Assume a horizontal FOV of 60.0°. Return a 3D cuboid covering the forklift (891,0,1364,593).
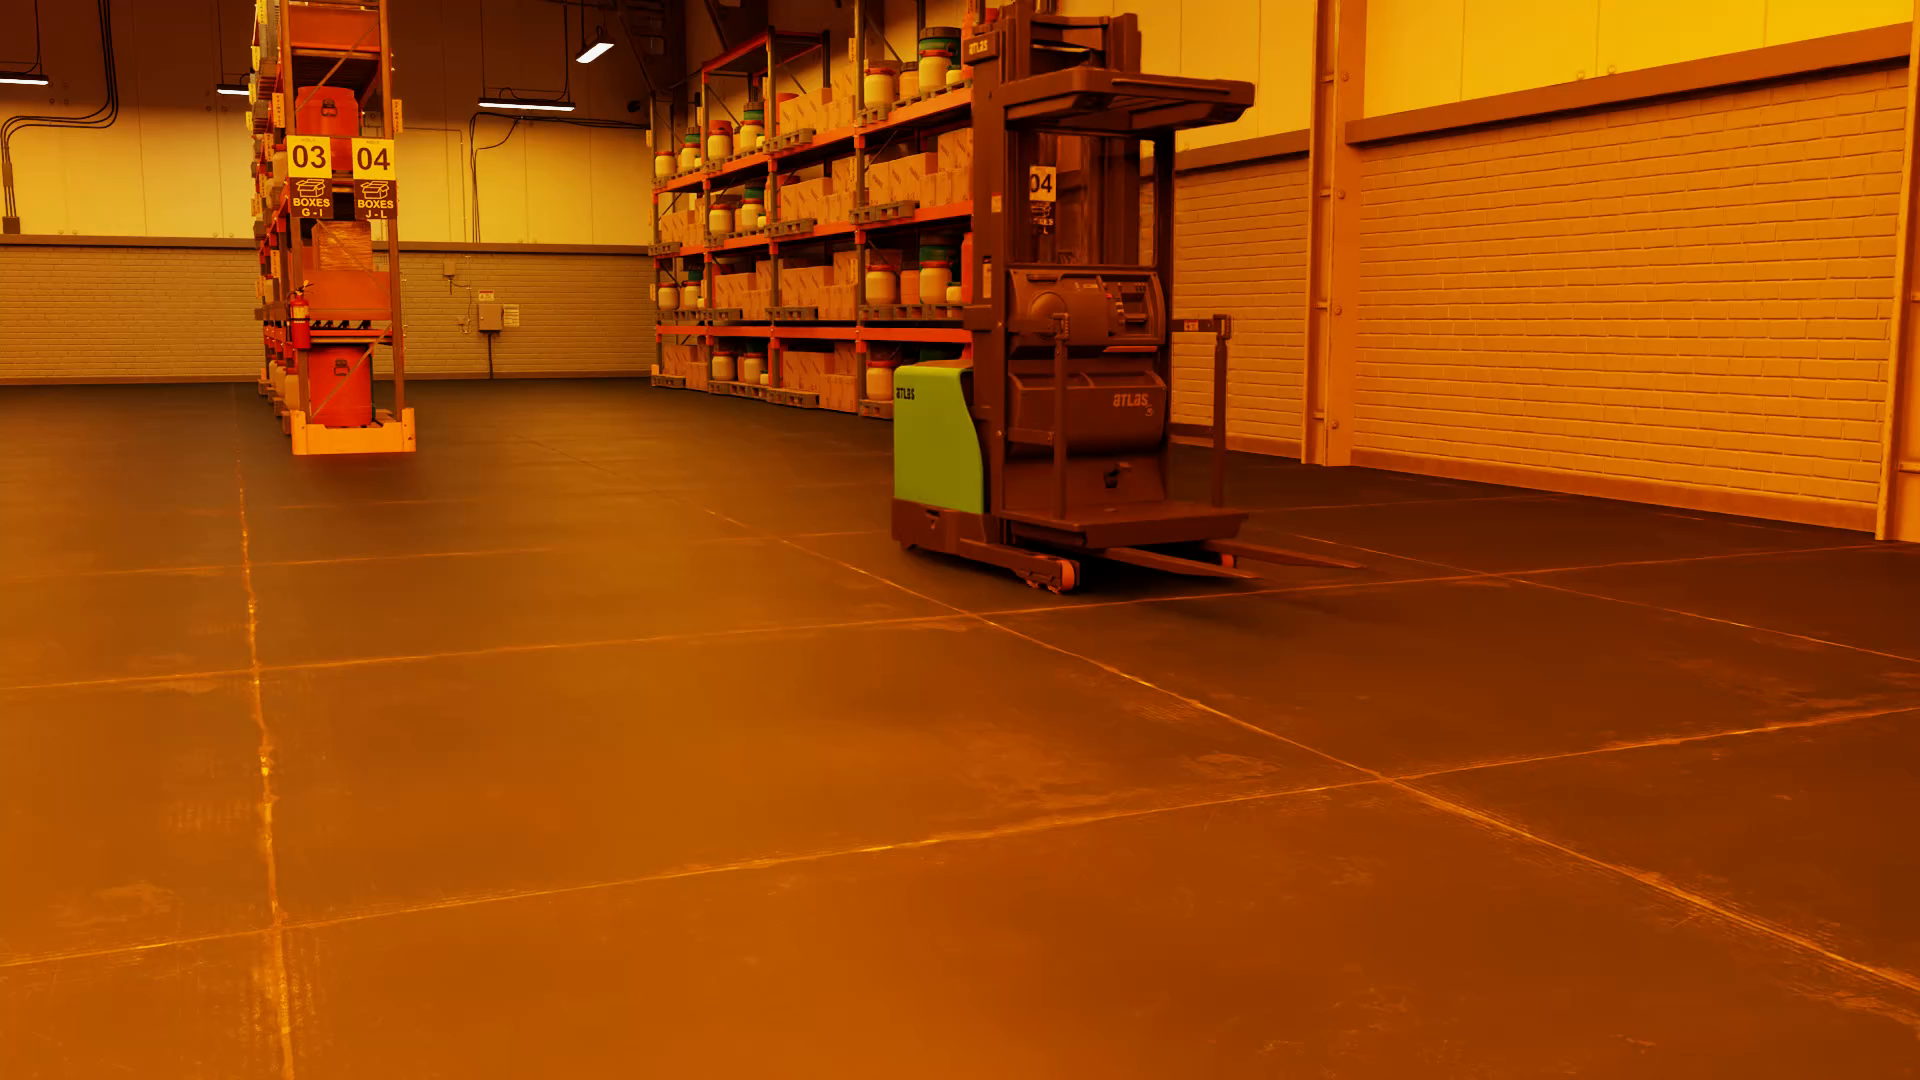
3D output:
[{"bbox_3d":[0.781,-1.260,8.495,1.130,2.935,3.031,-4,9,-30],"label":"forklift"}]
